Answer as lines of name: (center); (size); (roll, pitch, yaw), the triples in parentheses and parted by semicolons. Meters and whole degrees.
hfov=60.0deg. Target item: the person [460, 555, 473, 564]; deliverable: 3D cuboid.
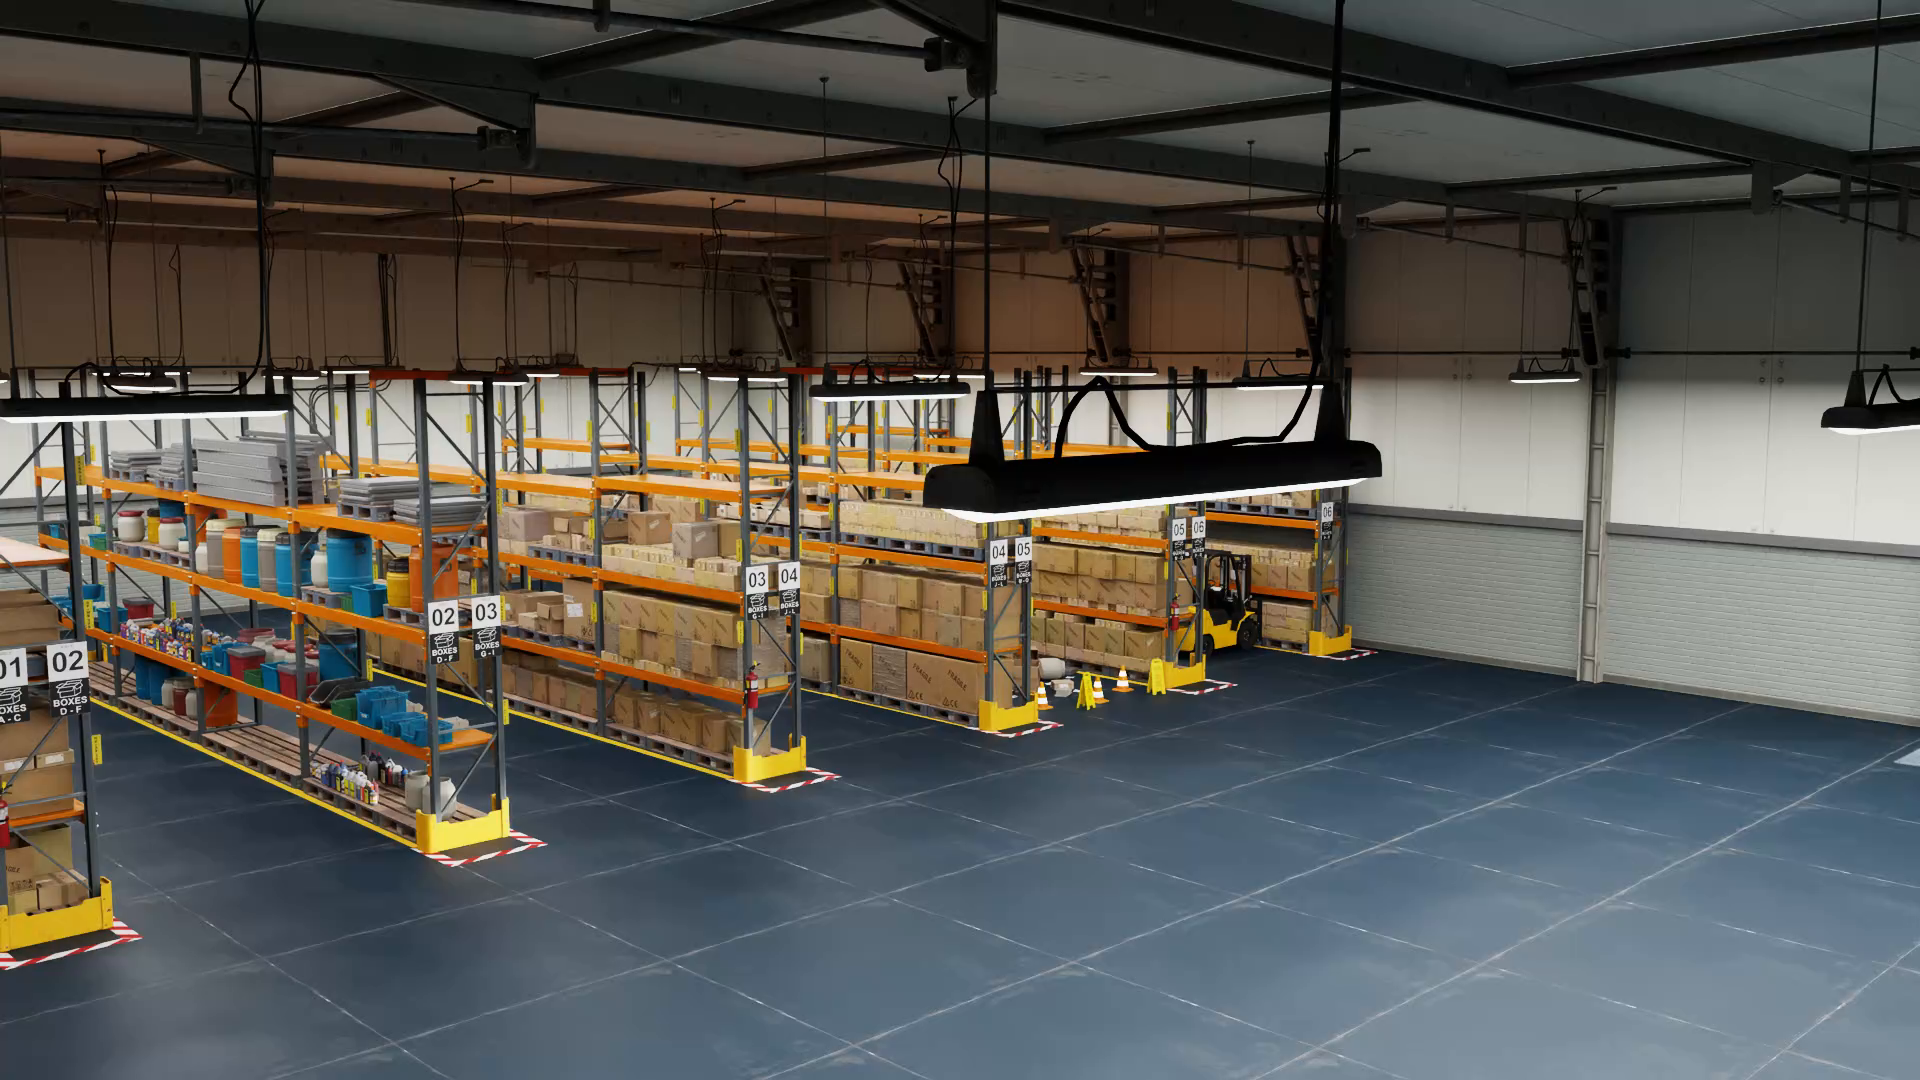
person: (-11.610, 1.049, 39.535); (0.653, 1.712, 0.823); (0, 6, -3)

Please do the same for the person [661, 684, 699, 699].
person: (-5.129, 2.107, 30.480); (0.752, 1.610, 0.573); (3, 7, 21)
